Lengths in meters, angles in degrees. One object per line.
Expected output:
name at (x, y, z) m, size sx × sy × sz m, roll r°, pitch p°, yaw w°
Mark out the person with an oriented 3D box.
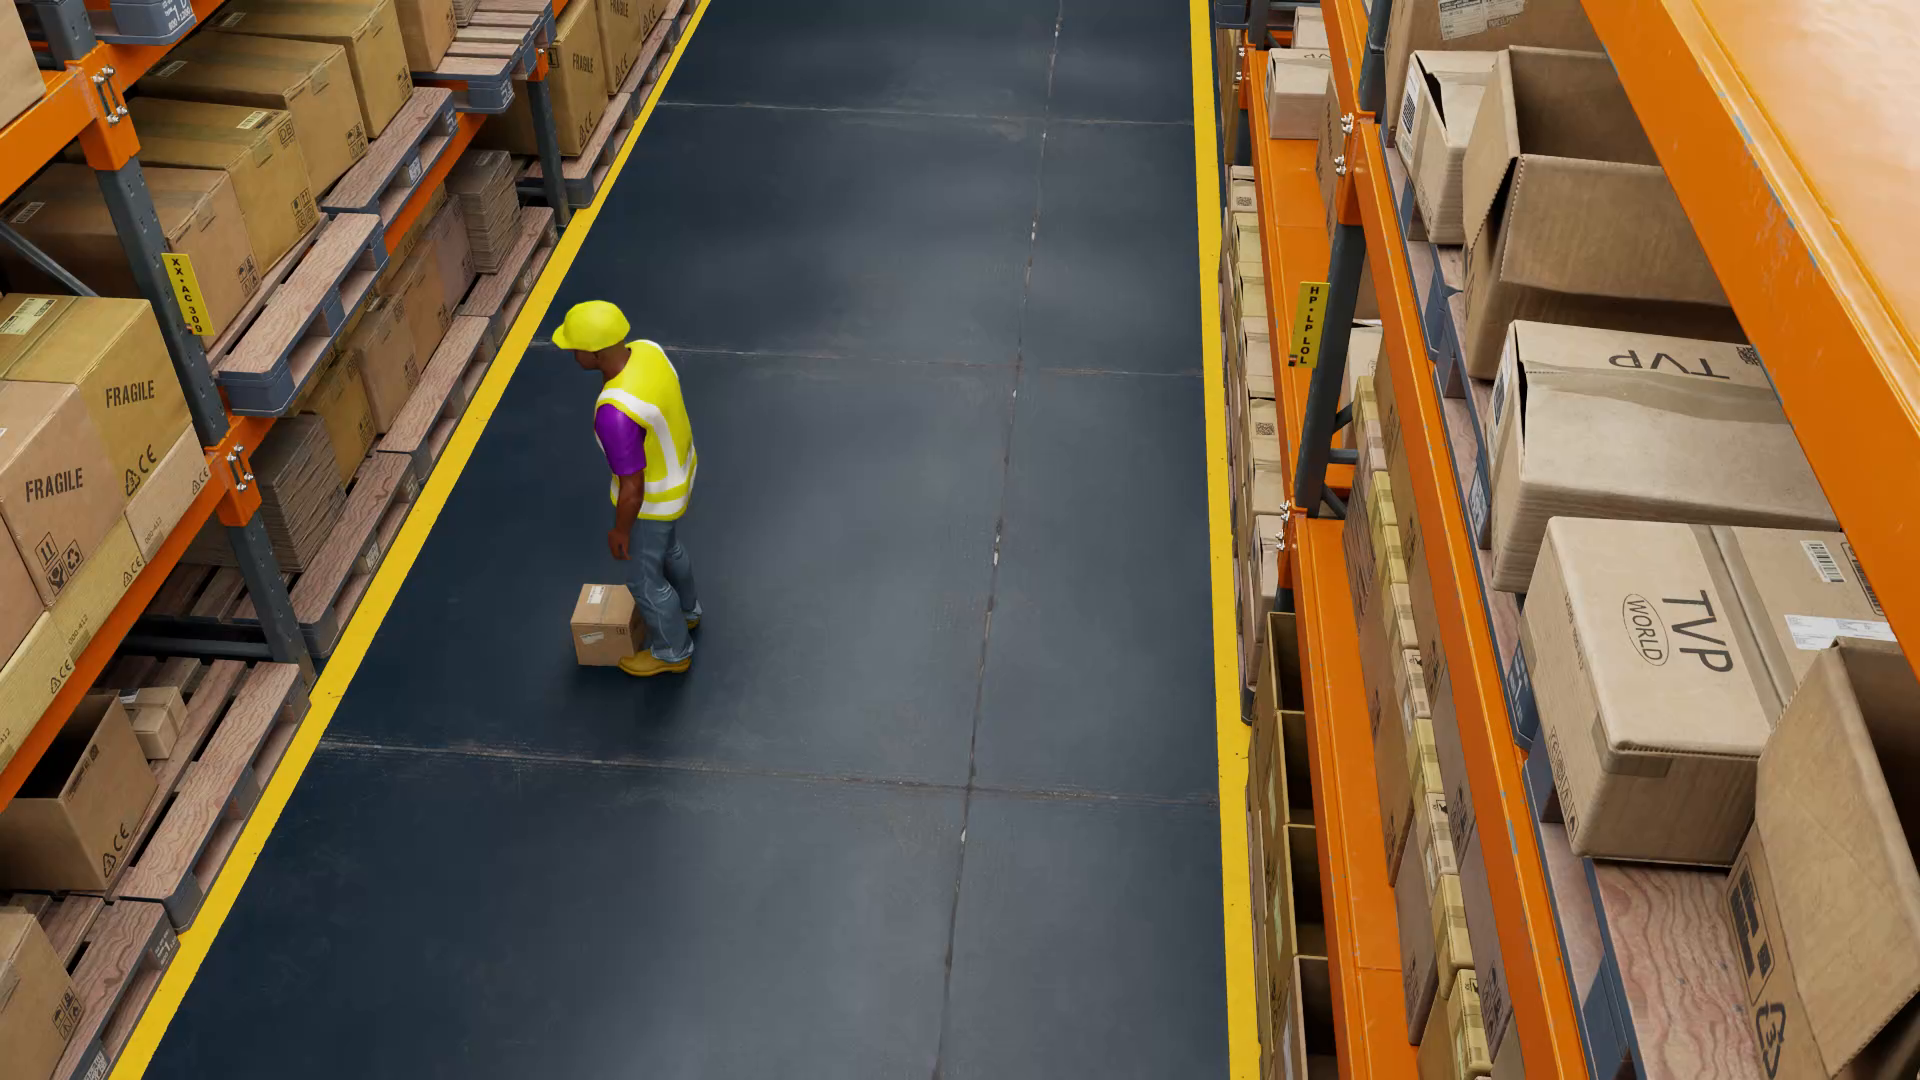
person at (-1.288, -0.205, 6.684) m, size 0.461 × 1.757 × 0.627 m, roll 3°, pitch 40°, yaw 4°
